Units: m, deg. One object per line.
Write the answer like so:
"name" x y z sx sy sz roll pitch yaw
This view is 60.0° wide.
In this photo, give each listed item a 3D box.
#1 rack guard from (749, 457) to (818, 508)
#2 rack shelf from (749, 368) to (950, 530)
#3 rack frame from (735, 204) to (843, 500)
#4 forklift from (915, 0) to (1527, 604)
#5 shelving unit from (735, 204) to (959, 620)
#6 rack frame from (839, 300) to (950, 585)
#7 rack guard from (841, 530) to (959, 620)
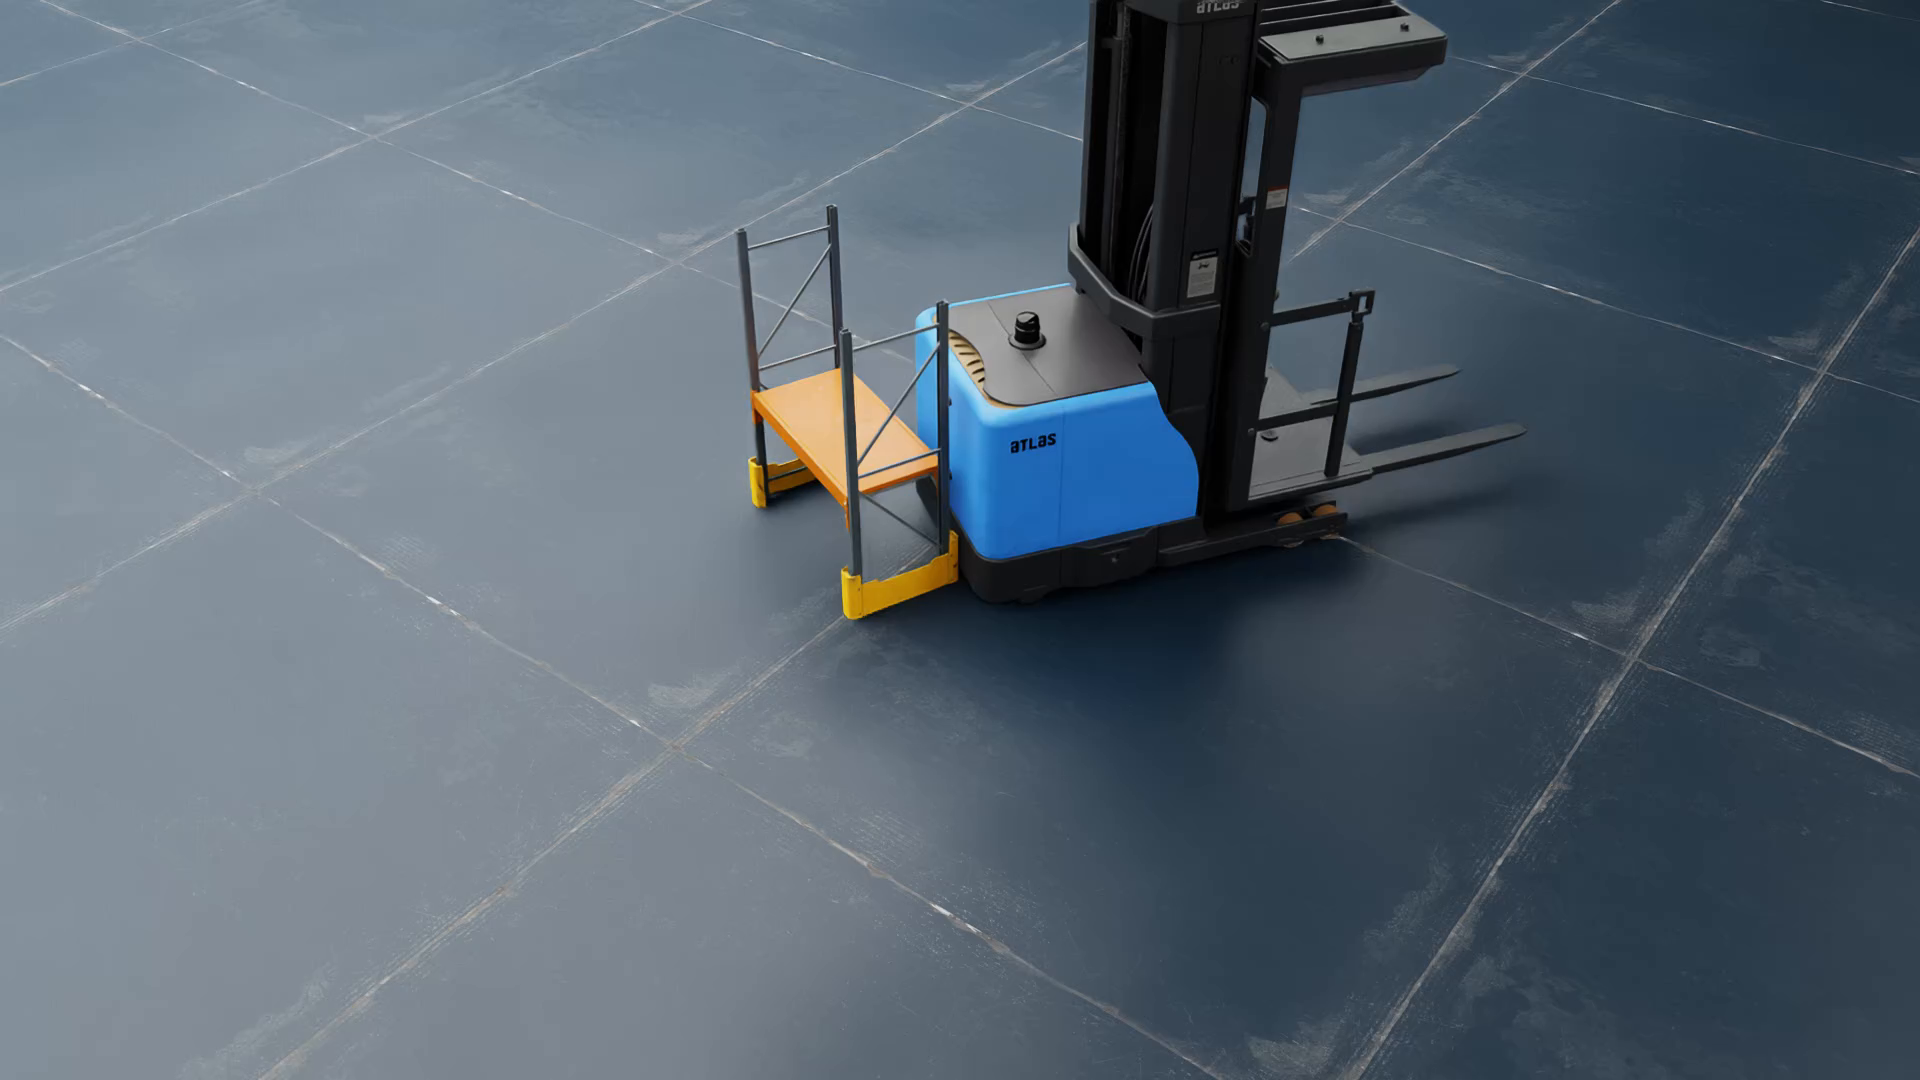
"rack guard" -0.776 -0.369 8.379 0.587 0.250 0.087 -20 42 -24
"rack shelf" -0.528 -0.459 7.773 0.538 0.185 1.000 -20 42 -24
"rack frame" -0.786 -0.871 8.007 0.500 1.500 0.032 -20 42 -24
"forklift" 1.352 -1.412 7.536 3.031 2.935 1.130 -13 40 -15
"shelving unit" -0.524 -0.596 7.656 0.587 1.500 1.083 -20 42 -24
"rack frame" -0.271 -0.331 7.317 0.500 1.500 0.032 -20 42 -24
"rack guard" -0.271 0.160 7.703 0.587 0.250 0.087 -20 42 -24
